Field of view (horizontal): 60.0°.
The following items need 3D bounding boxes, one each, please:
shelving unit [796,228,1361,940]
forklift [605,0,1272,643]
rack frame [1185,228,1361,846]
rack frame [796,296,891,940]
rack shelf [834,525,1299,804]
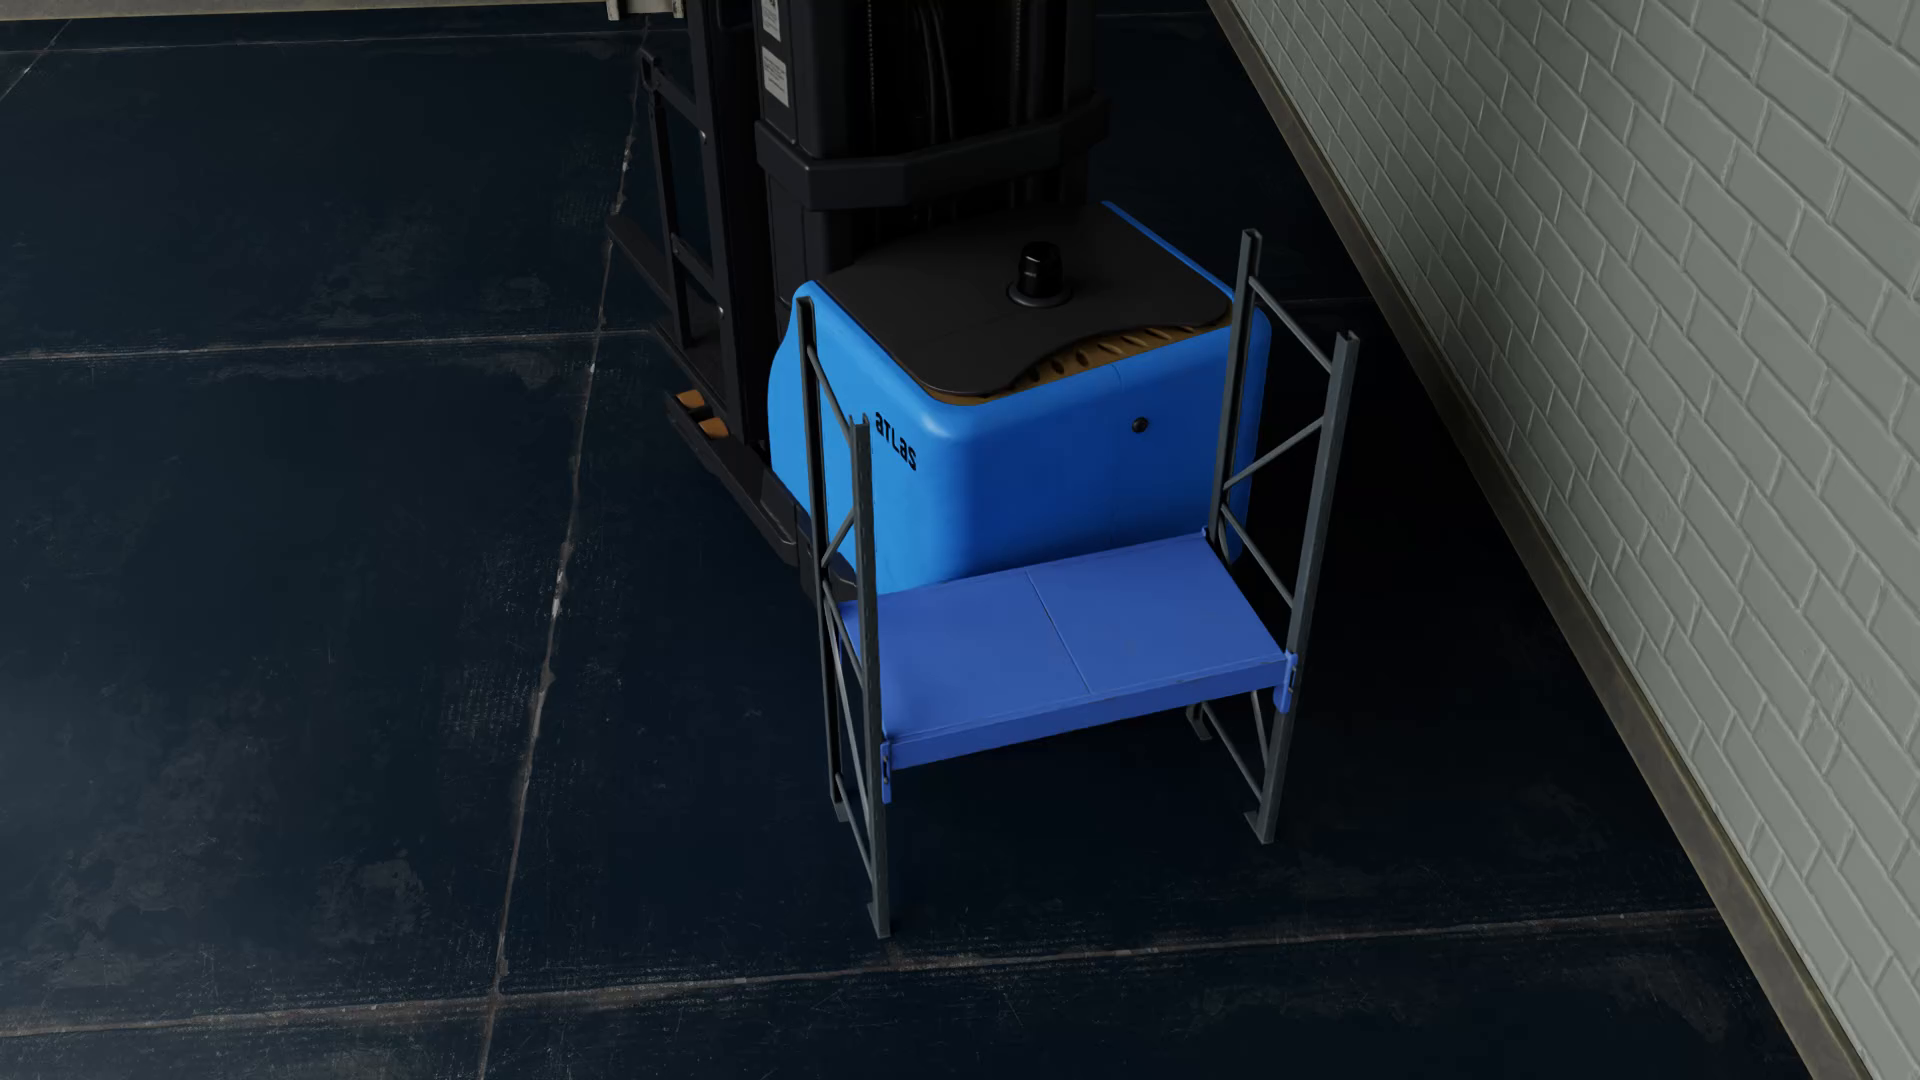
[{"bbox_3d":[0.230,0.136,3.867,1.048,1.500,0.538,-11,40,-13],"label":"shelving unit"},{"bbox_3d":[-0.347,-1.520,4.810,1.130,2.935,3.031,-19,42,-23],"label":"forklift"},{"bbox_3d":[0.716,0.043,3.985,0.032,1.500,0.500,-11,40,-13],"label":"rack frame"},{"bbox_3d":[-0.255,0.228,3.750,0.032,1.500,0.500,-11,40,-13],"label":"rack frame"},{"bbox_3d":[0.230,0.277,3.979,1.000,0.185,0.538,-11,40,-13],"label":"rack shelf"}]
